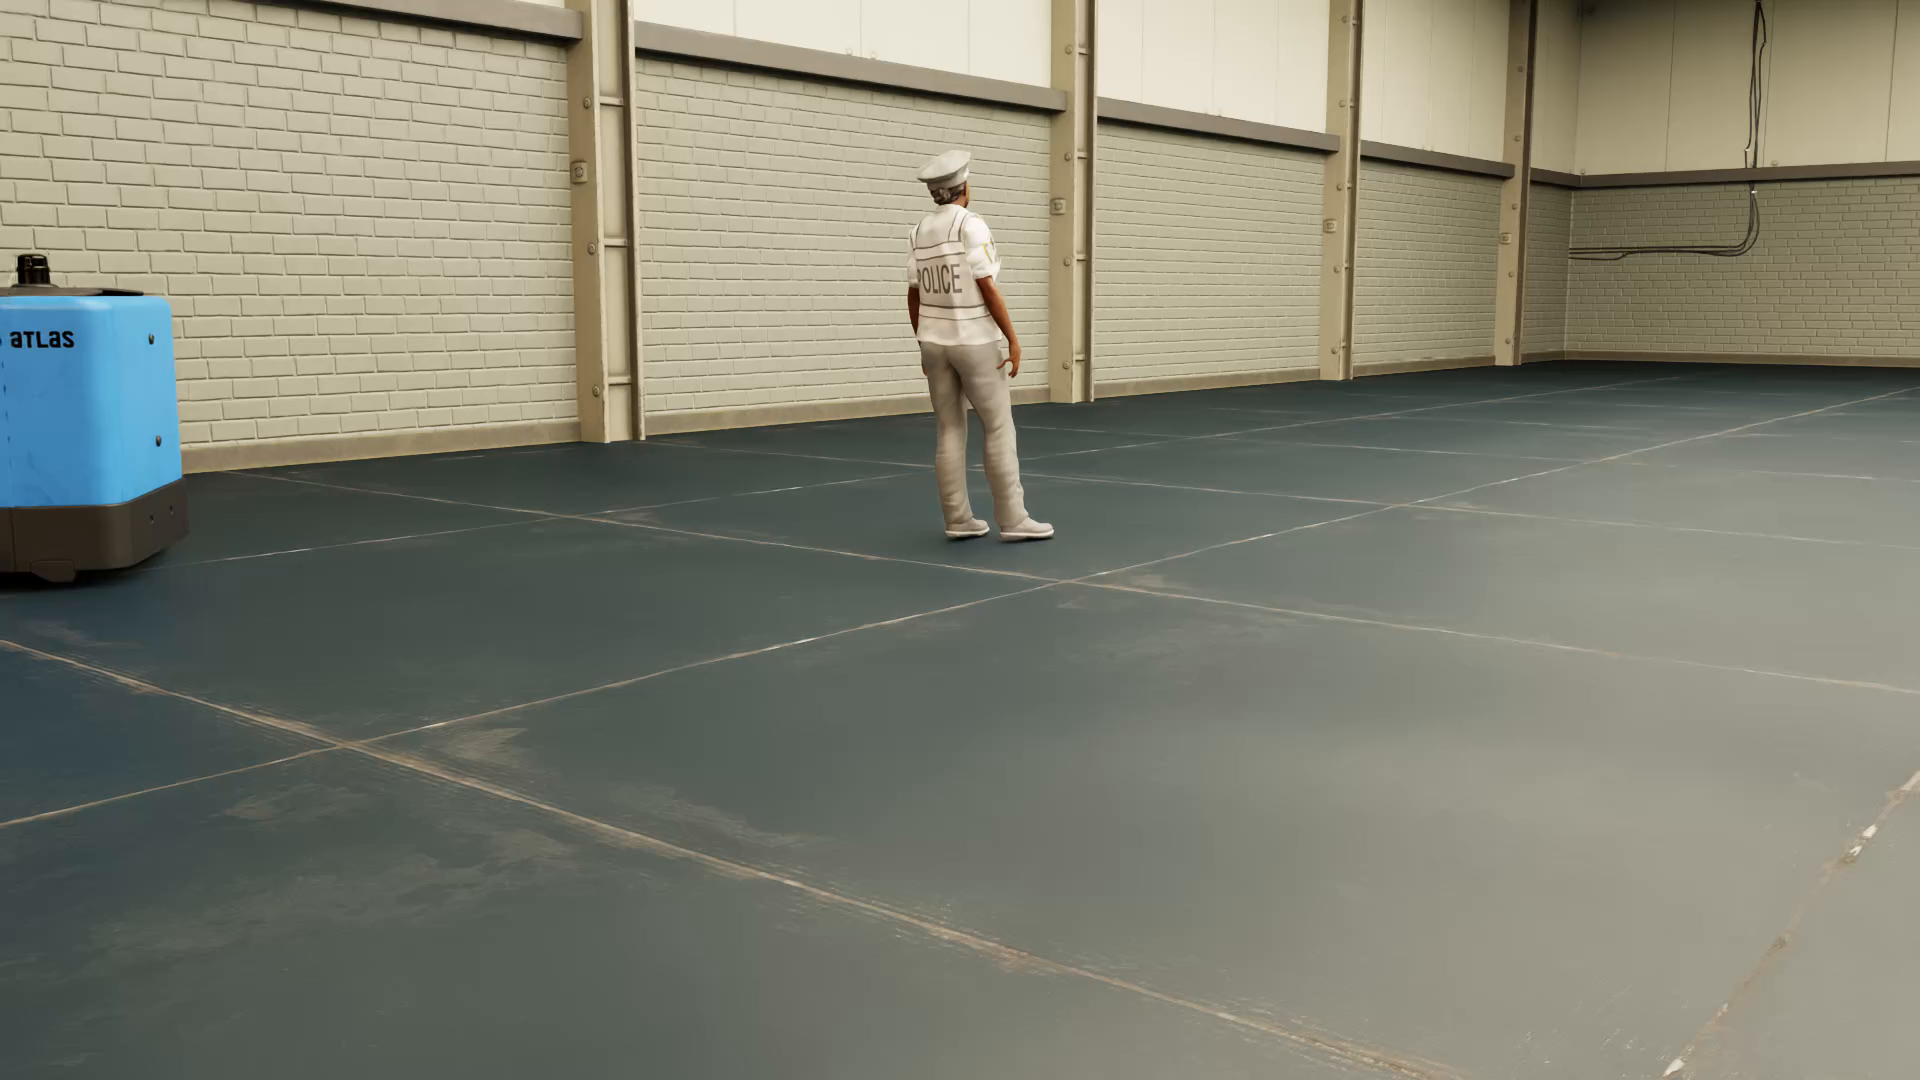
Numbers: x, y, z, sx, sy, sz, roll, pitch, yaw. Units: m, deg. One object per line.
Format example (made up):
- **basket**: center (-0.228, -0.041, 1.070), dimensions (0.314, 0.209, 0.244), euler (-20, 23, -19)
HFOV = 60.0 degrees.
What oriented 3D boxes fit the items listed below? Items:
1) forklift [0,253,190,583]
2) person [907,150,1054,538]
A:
- **forklift**: center (-4.678, -1.300, 6.164), dimensions (3.031, 2.935, 1.130), euler (-2, 9, -12)
- **person**: center (0.062, -0.852, 7.326), dimensions (0.569, 1.694, 0.530), euler (7, 11, 38)
